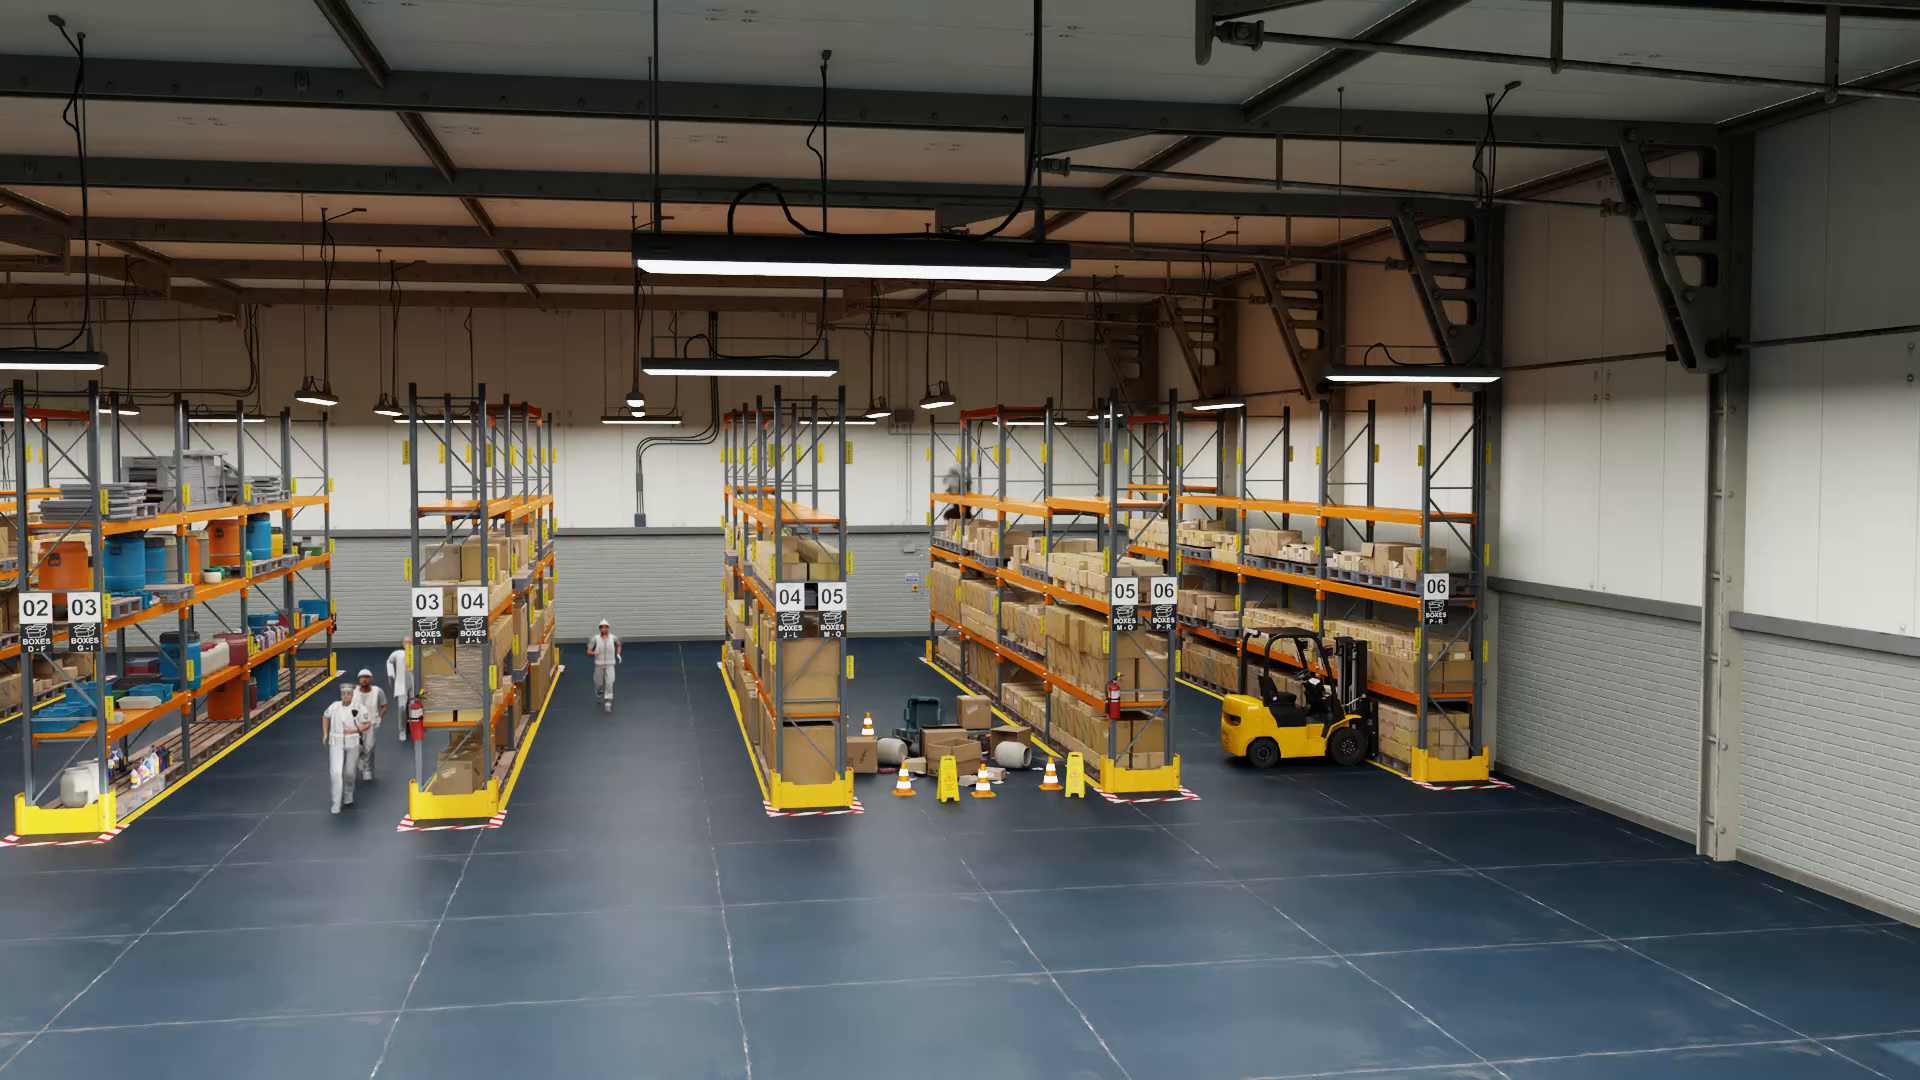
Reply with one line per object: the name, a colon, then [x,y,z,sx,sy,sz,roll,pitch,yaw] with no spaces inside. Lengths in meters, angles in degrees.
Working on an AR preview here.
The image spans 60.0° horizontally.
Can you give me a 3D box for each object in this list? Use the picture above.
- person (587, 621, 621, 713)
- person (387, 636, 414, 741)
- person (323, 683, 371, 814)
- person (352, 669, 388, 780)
person: [-6.953,2.458,32.518,0.655,1.768,0.932,-1,3,-15]
person: [-9.788,2.625,29.470,0.663,1.842,0.830,-1,3,-22]
person: [-8.708,2.941,23.622,0.648,1.852,0.735,-1,3,-18]
person: [-9.188,2.847,25.694,0.652,1.716,0.563,-1,3,-15]
